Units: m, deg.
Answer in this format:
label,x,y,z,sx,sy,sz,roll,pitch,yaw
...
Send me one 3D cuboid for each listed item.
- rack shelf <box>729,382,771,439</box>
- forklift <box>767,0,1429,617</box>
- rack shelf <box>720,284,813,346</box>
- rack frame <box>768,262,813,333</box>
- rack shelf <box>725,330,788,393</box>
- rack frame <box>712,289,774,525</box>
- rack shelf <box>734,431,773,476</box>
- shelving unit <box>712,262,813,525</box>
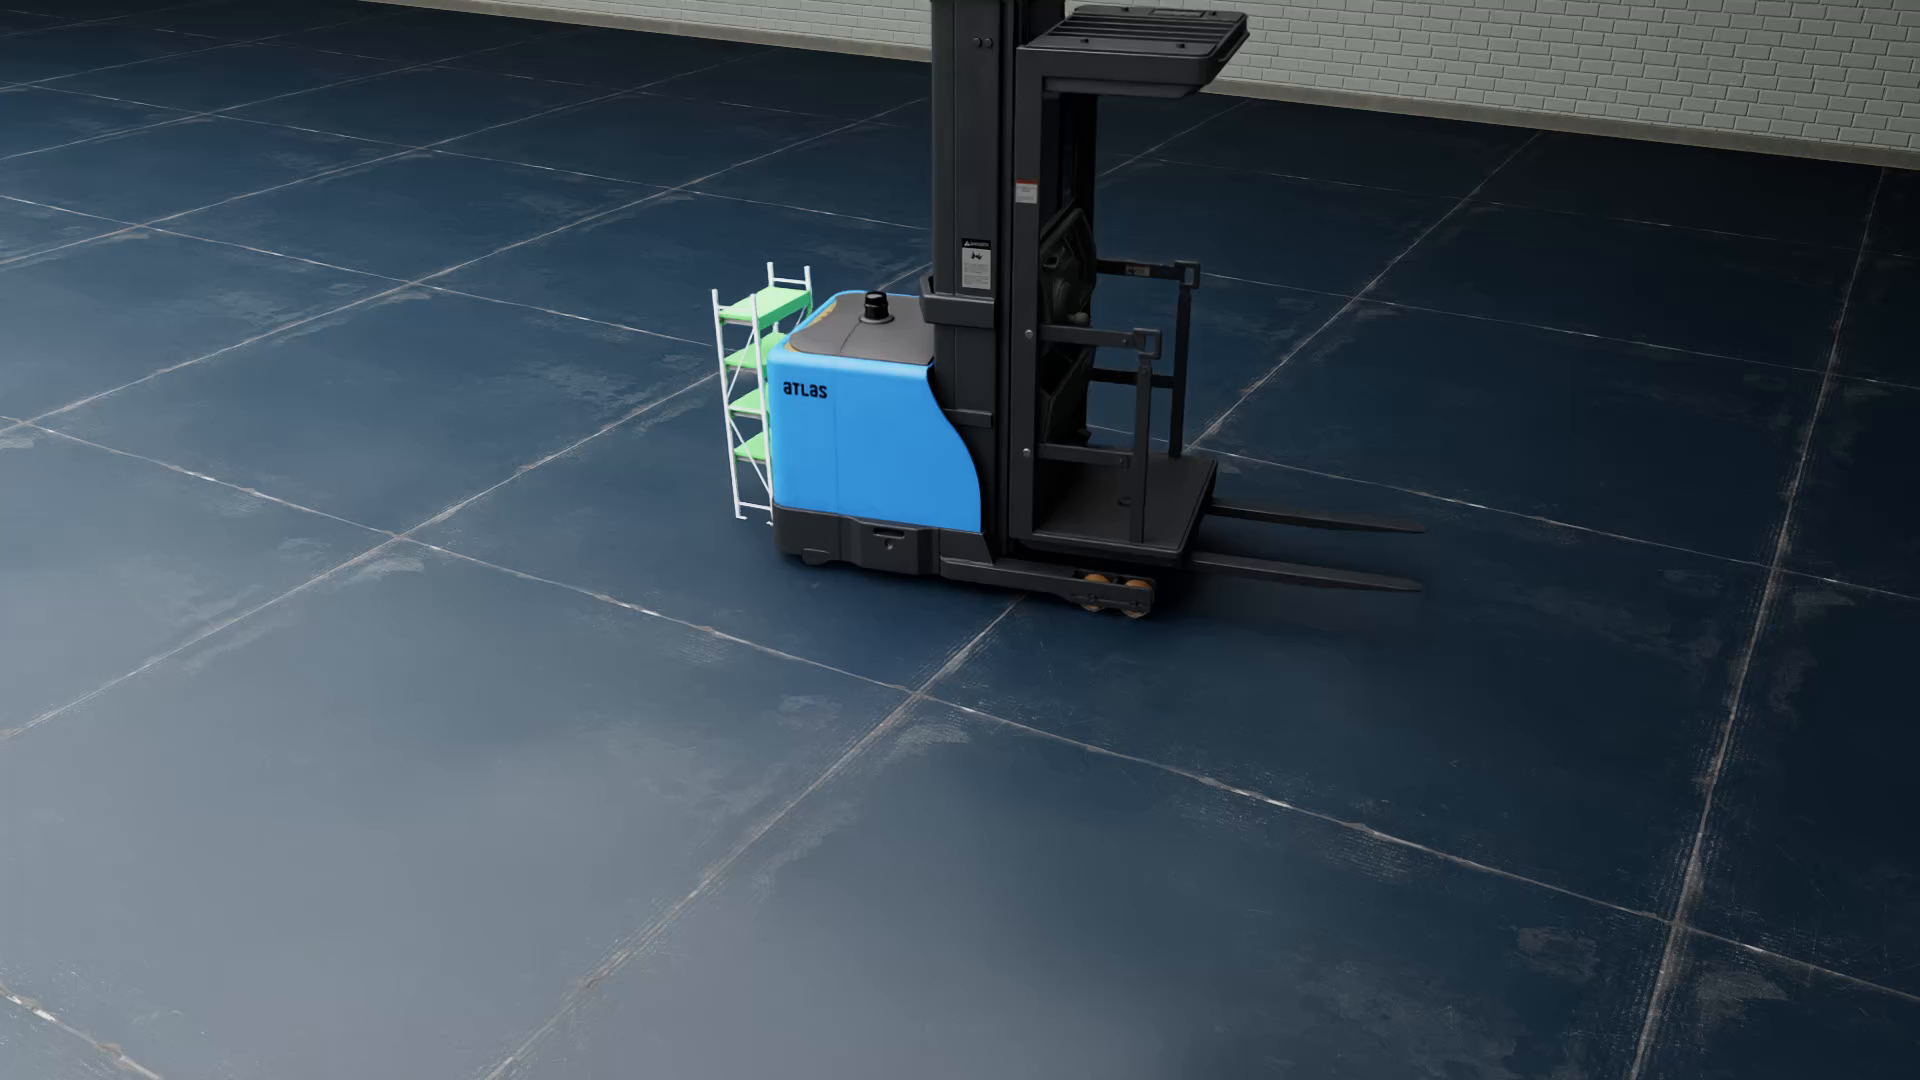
label,x,y,z,sx,sy,sz,roll,pitch,yaw
rack shelf,-0.941,-0.677,8.393,0.258,0.148,0.480,10,28,25
forklift,0.674,-1.226,7.424,3.031,2.935,1.130,8,28,15
rack shelf,-0.960,-1.111,8.187,0.258,0.148,0.480,10,28,25
rack frame,-0.833,-0.832,8.560,0.240,1.200,0.015,10,28,25
rack shelf,-0.950,-0.894,8.290,0.258,0.148,0.480,10,28,25
rack frame,-1.054,-0.638,8.171,0.240,1.200,0.015,10,28,25
rack shelf,-0.931,-0.461,8.496,0.258,0.148,0.480,10,28,25
shelving unit,-0.943,-0.735,8.365,0.258,1.200,0.503,10,28,25
